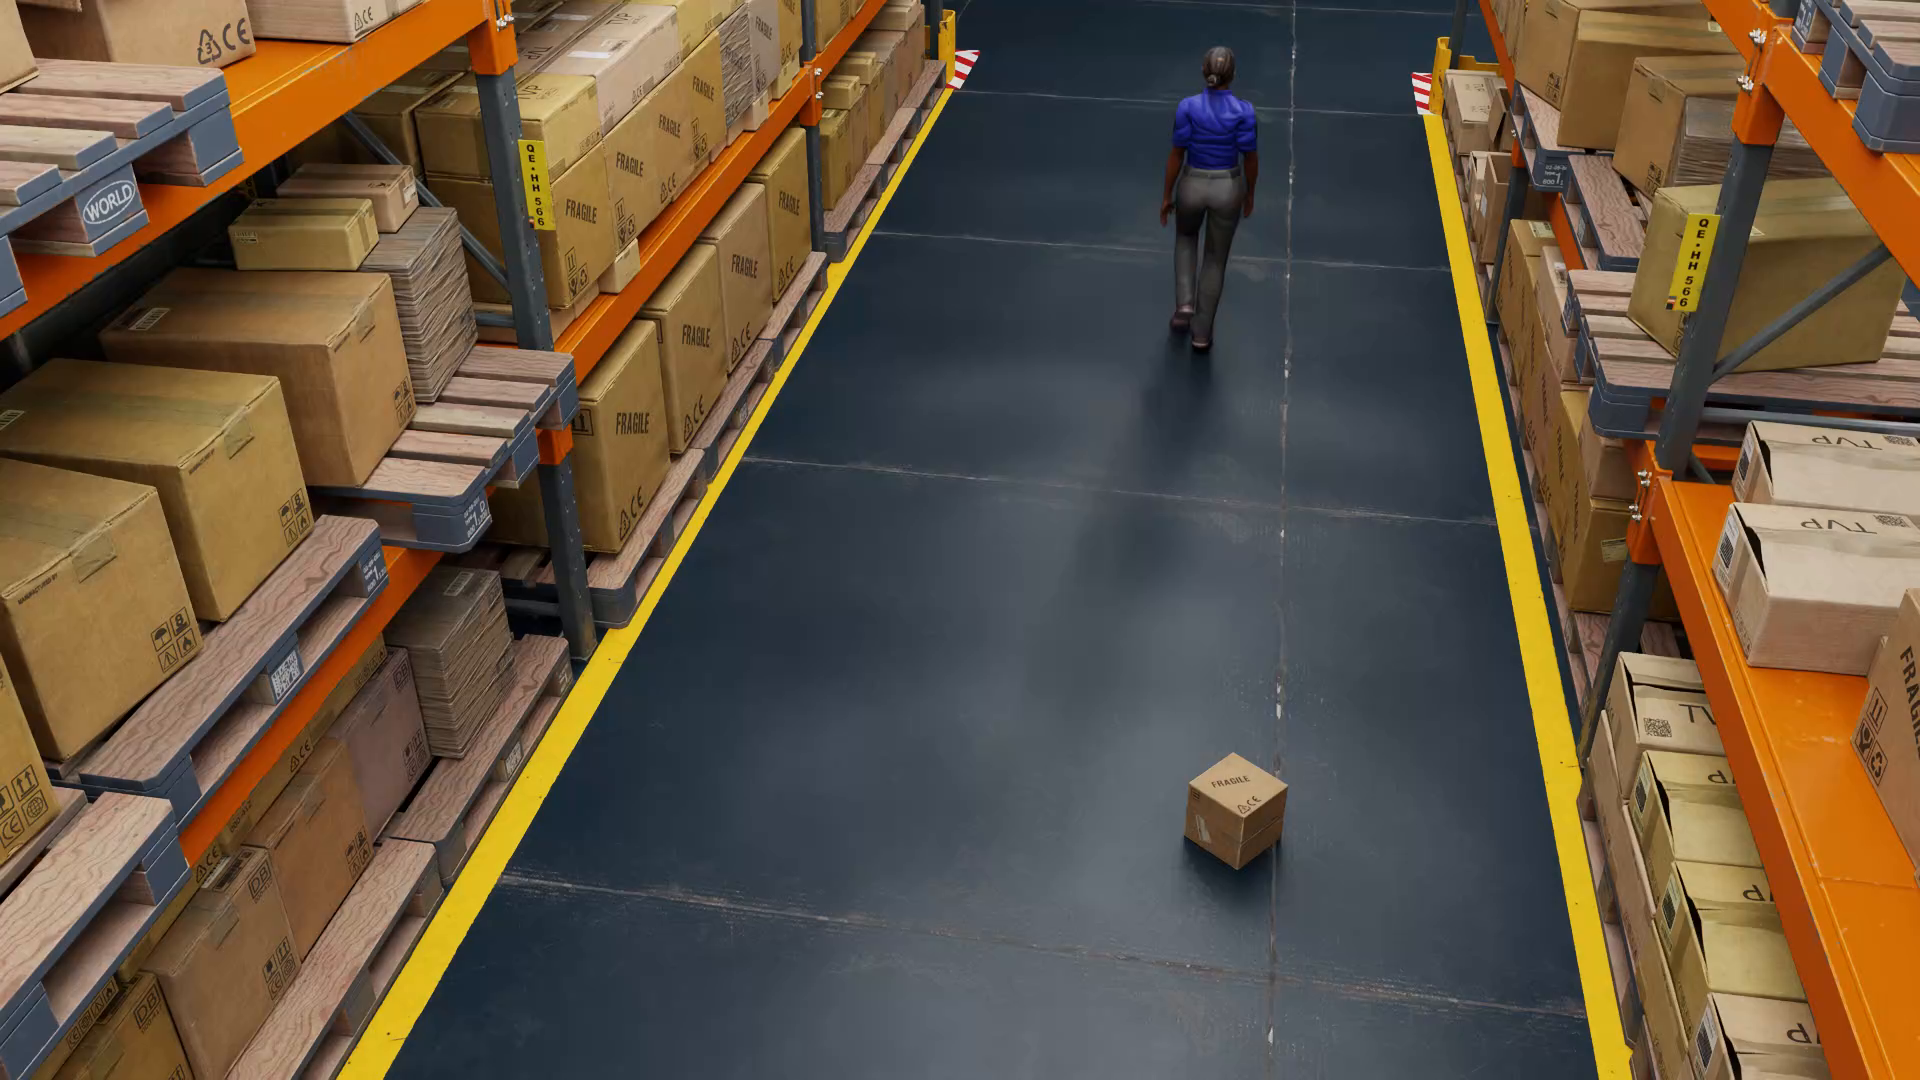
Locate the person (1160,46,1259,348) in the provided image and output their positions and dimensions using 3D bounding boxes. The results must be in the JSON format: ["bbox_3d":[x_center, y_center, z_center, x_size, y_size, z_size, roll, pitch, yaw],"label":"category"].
[{"bbox_3d":[1.356,-1.857,9.041,0.492,1.694,0.488,9,34,13],"label":"person"}]
